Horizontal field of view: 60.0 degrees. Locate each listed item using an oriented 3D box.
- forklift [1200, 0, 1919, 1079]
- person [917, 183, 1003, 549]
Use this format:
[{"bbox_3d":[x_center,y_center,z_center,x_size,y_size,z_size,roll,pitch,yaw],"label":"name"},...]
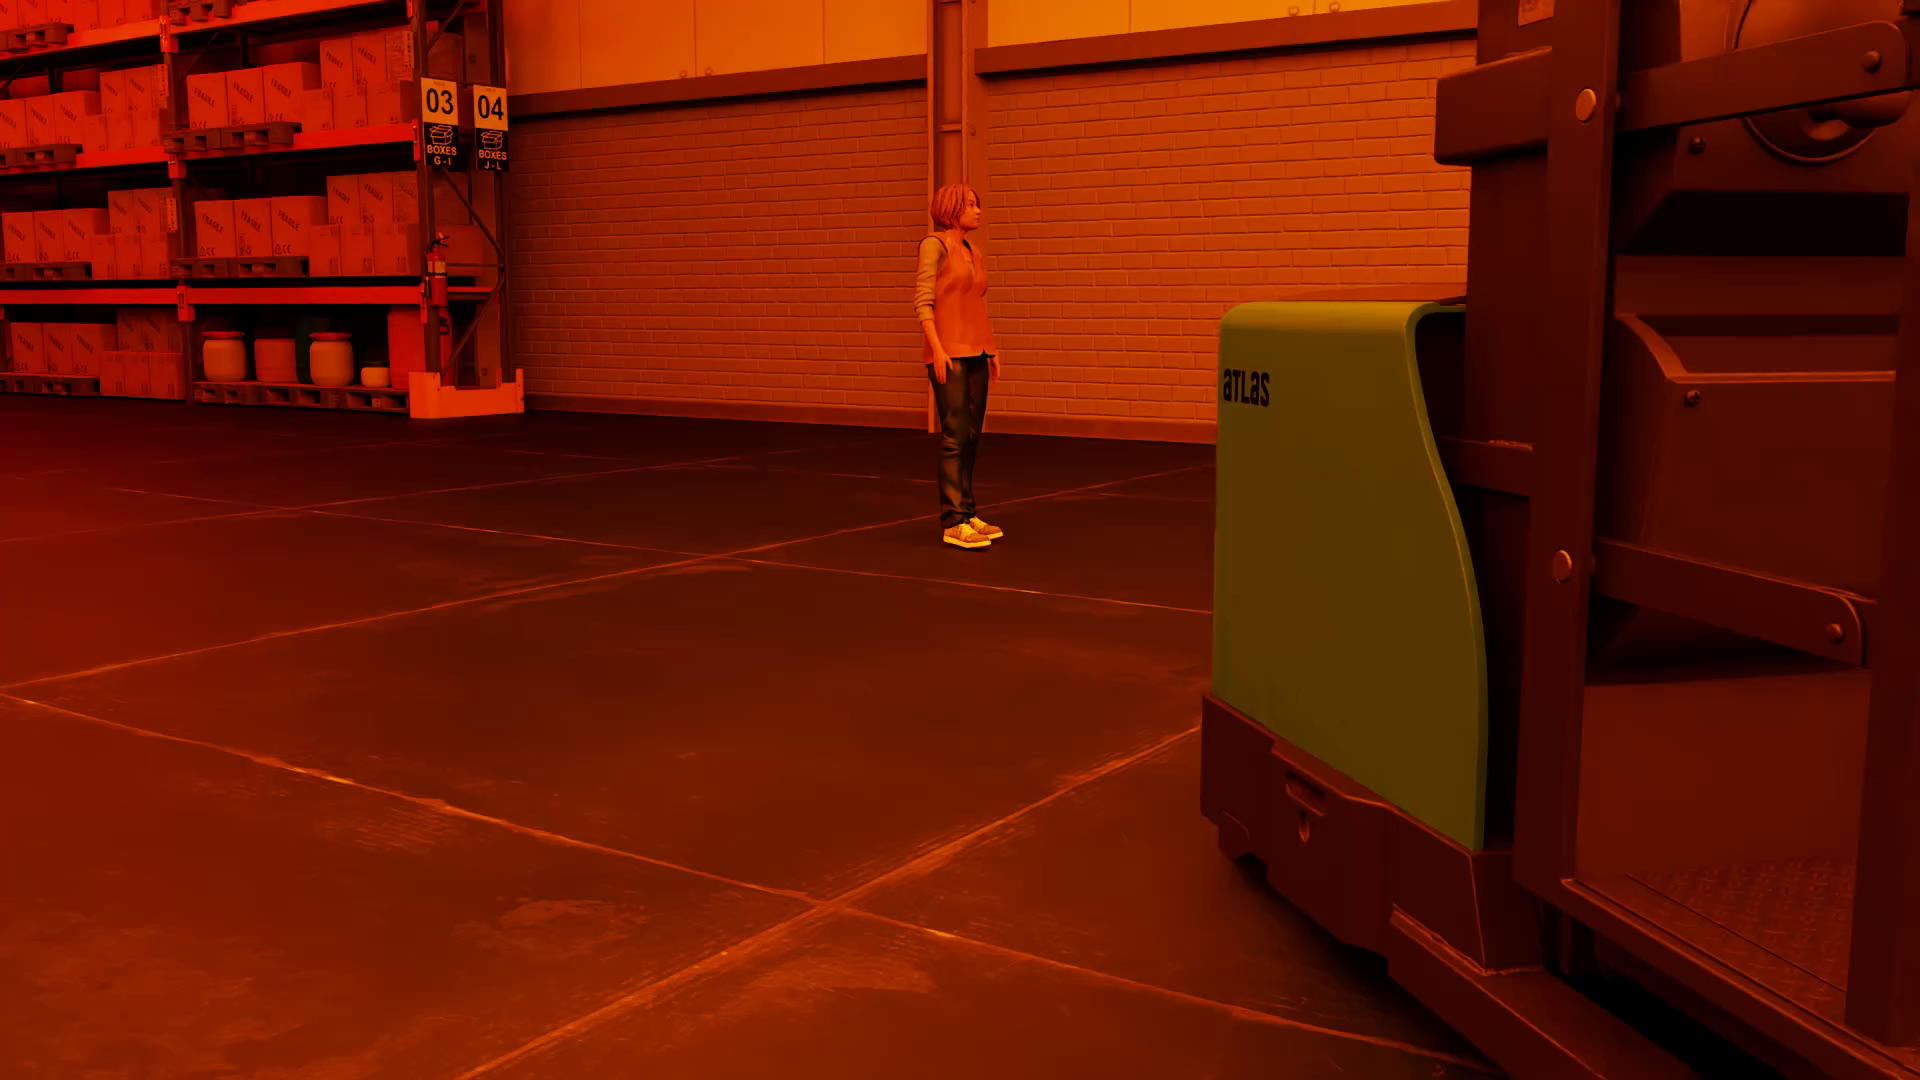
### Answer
[{"bbox_3d":[1.319,-0.661,1.843,1.130,2.935,3.031,-2,8,-13],"label":"forklift"},{"bbox_3d":[0.051,-0.790,7.435,0.476,1.597,0.512,5,10,34],"label":"person"}]
